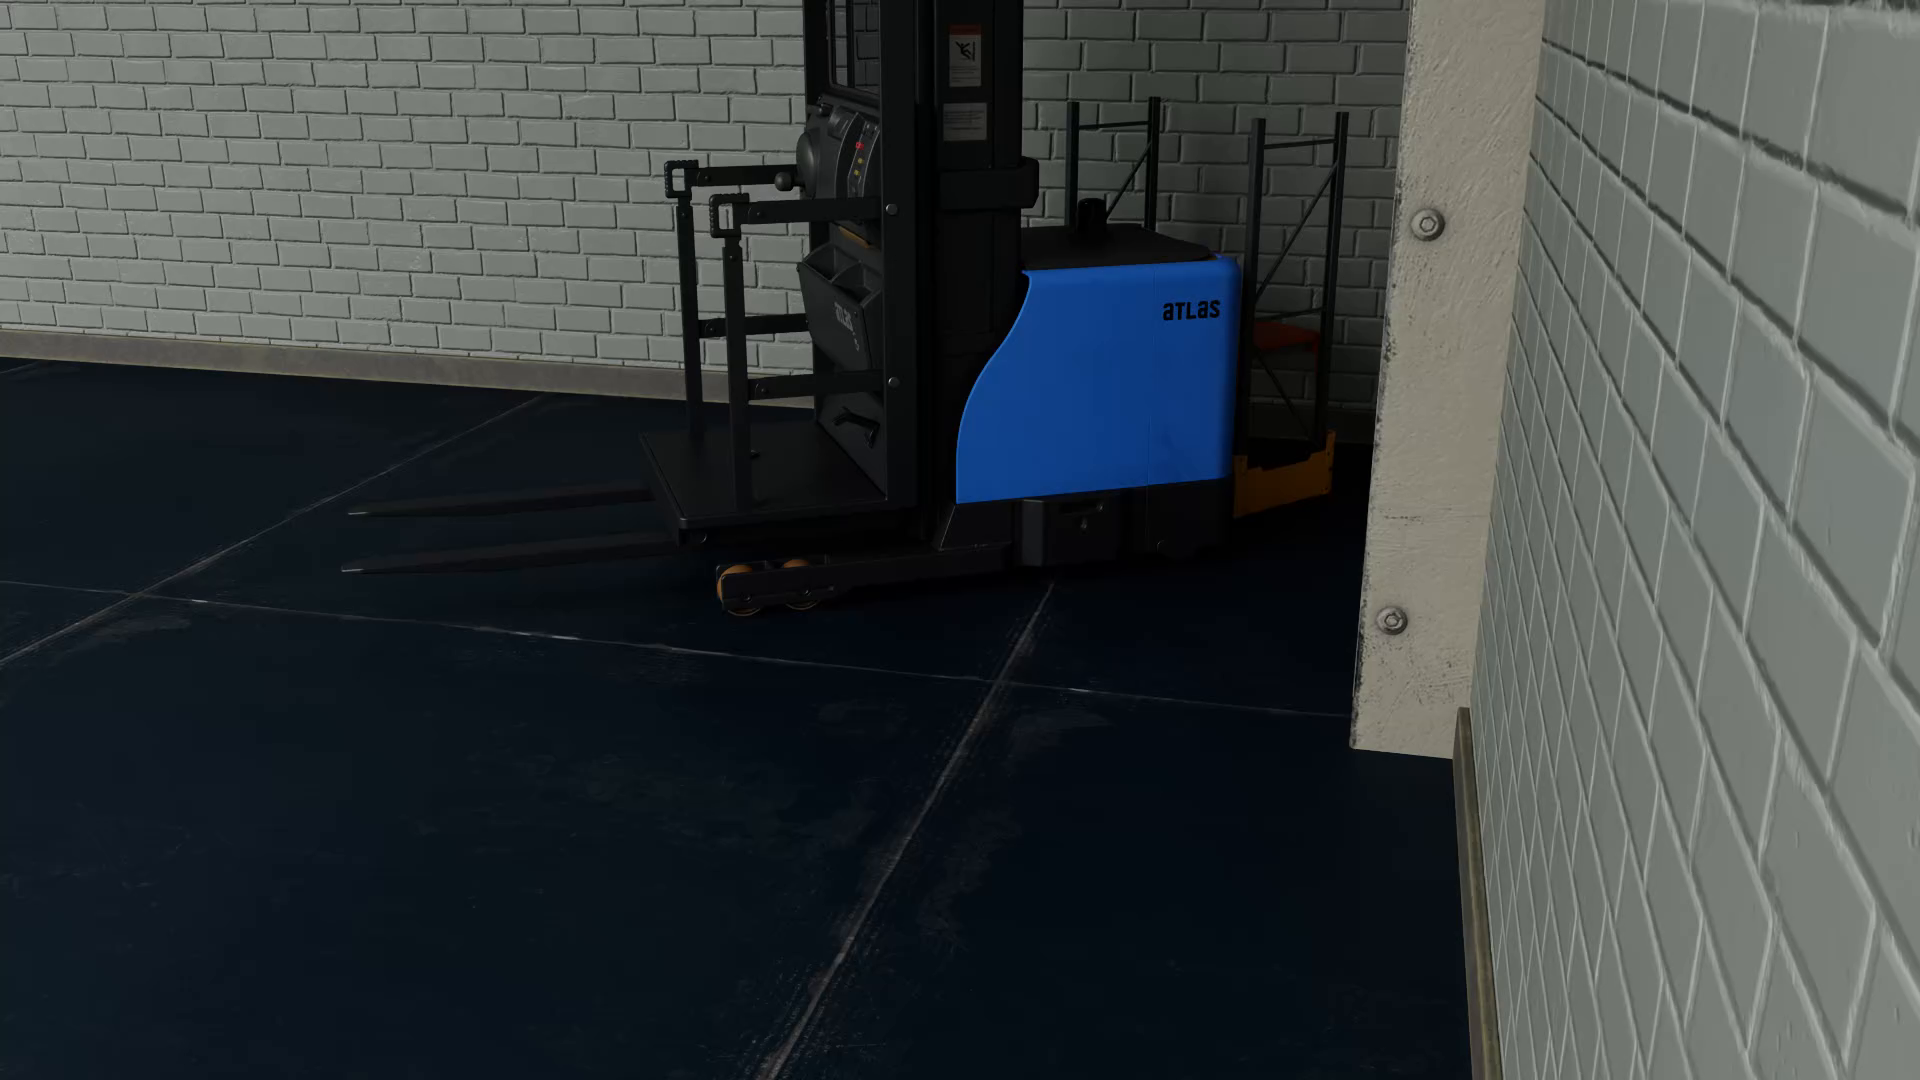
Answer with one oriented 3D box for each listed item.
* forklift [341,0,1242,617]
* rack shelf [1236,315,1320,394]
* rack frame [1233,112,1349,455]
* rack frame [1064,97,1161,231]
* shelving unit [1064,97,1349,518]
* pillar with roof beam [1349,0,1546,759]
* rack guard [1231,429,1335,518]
[{"bbox_3d":[-0.594,-1.327,5.538,3.031,2.935,1.130,-6,20,-16],"label":"forklift"},{"bbox_3d":[0.952,-0.820,6.824,0.538,0.185,1.000,-14,23,-35],"label":"rack shelf"},{"bbox_3d":[1.261,-0.860,6.385,0.500,1.500,0.032,-14,23,-35],"label":"rack frame"},{"bbox_3d":[0.642,-1.121,7.148,0.500,1.500,0.032,-14,23,-35],"label":"rack frame"},{"bbox_3d":[0.957,-0.988,6.760,0.587,1.500,1.083,-14,23,-35],"label":"shelving unit"},{"bbox_3d":[-2.916,-4.082,4.217,9.100,9.000,0.400,5,19,13],"label":"pillar with roof beam"},{"bbox_3d":[1.261,-0.269,6.588,0.587,0.250,0.087,-14,23,-35],"label":"rack guard"}]
